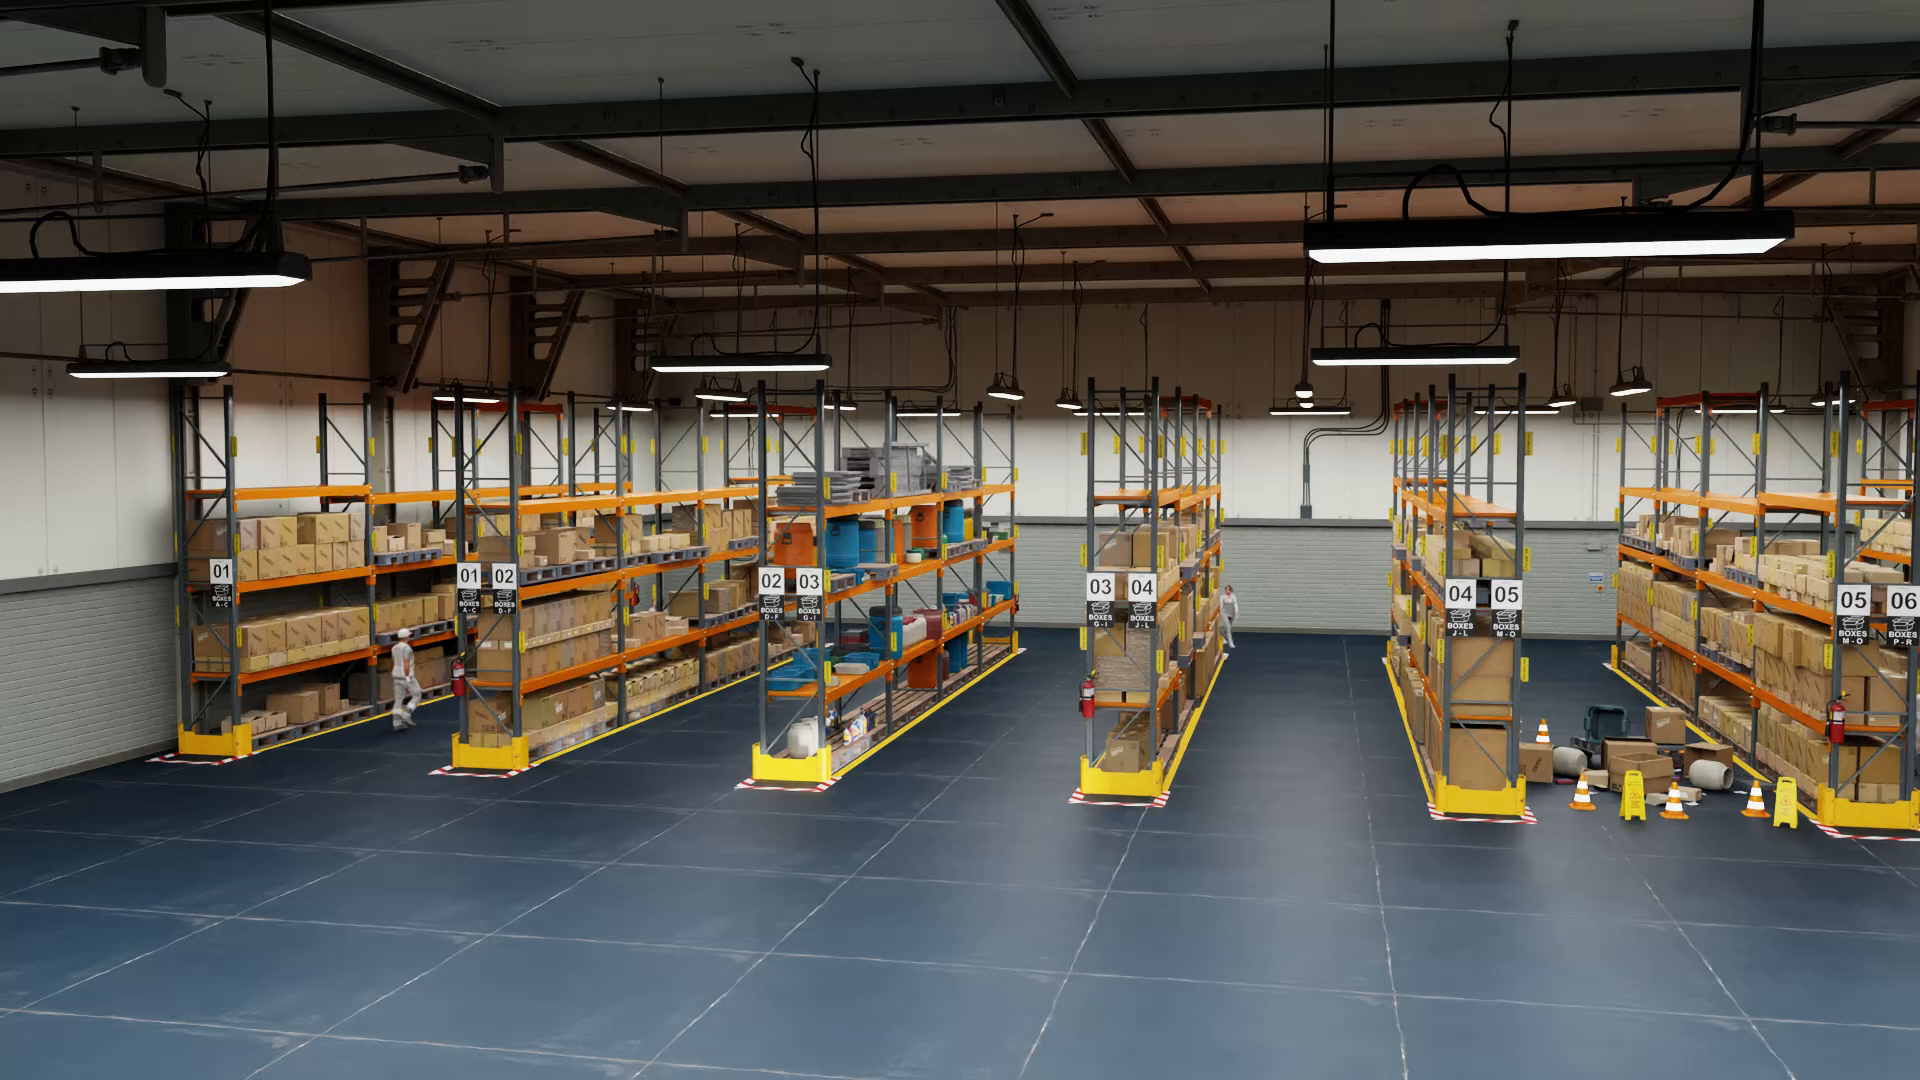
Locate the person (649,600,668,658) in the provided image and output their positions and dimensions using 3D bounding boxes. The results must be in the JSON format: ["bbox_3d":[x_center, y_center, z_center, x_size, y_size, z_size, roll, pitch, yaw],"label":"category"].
[{"bbox_3d":[-6.835,2.078,37.690,0.523,1.653,0.639,0,3,0],"label":"person"}]

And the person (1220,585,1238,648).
[{"bbox_3d":[6.705,1.884,41.535,0.394,1.529,1.012,-1,3,-18],"label":"person"}]

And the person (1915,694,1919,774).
[{"bbox_3d":[14.835,2.753,25.343,0.641,1.671,0.821,1,3,12],"label":"person"}]

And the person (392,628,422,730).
[{"bbox_3d":[-9.864,2.449,29.451,0.560,1.772,0.496,2,4,26],"label":"person"}]
